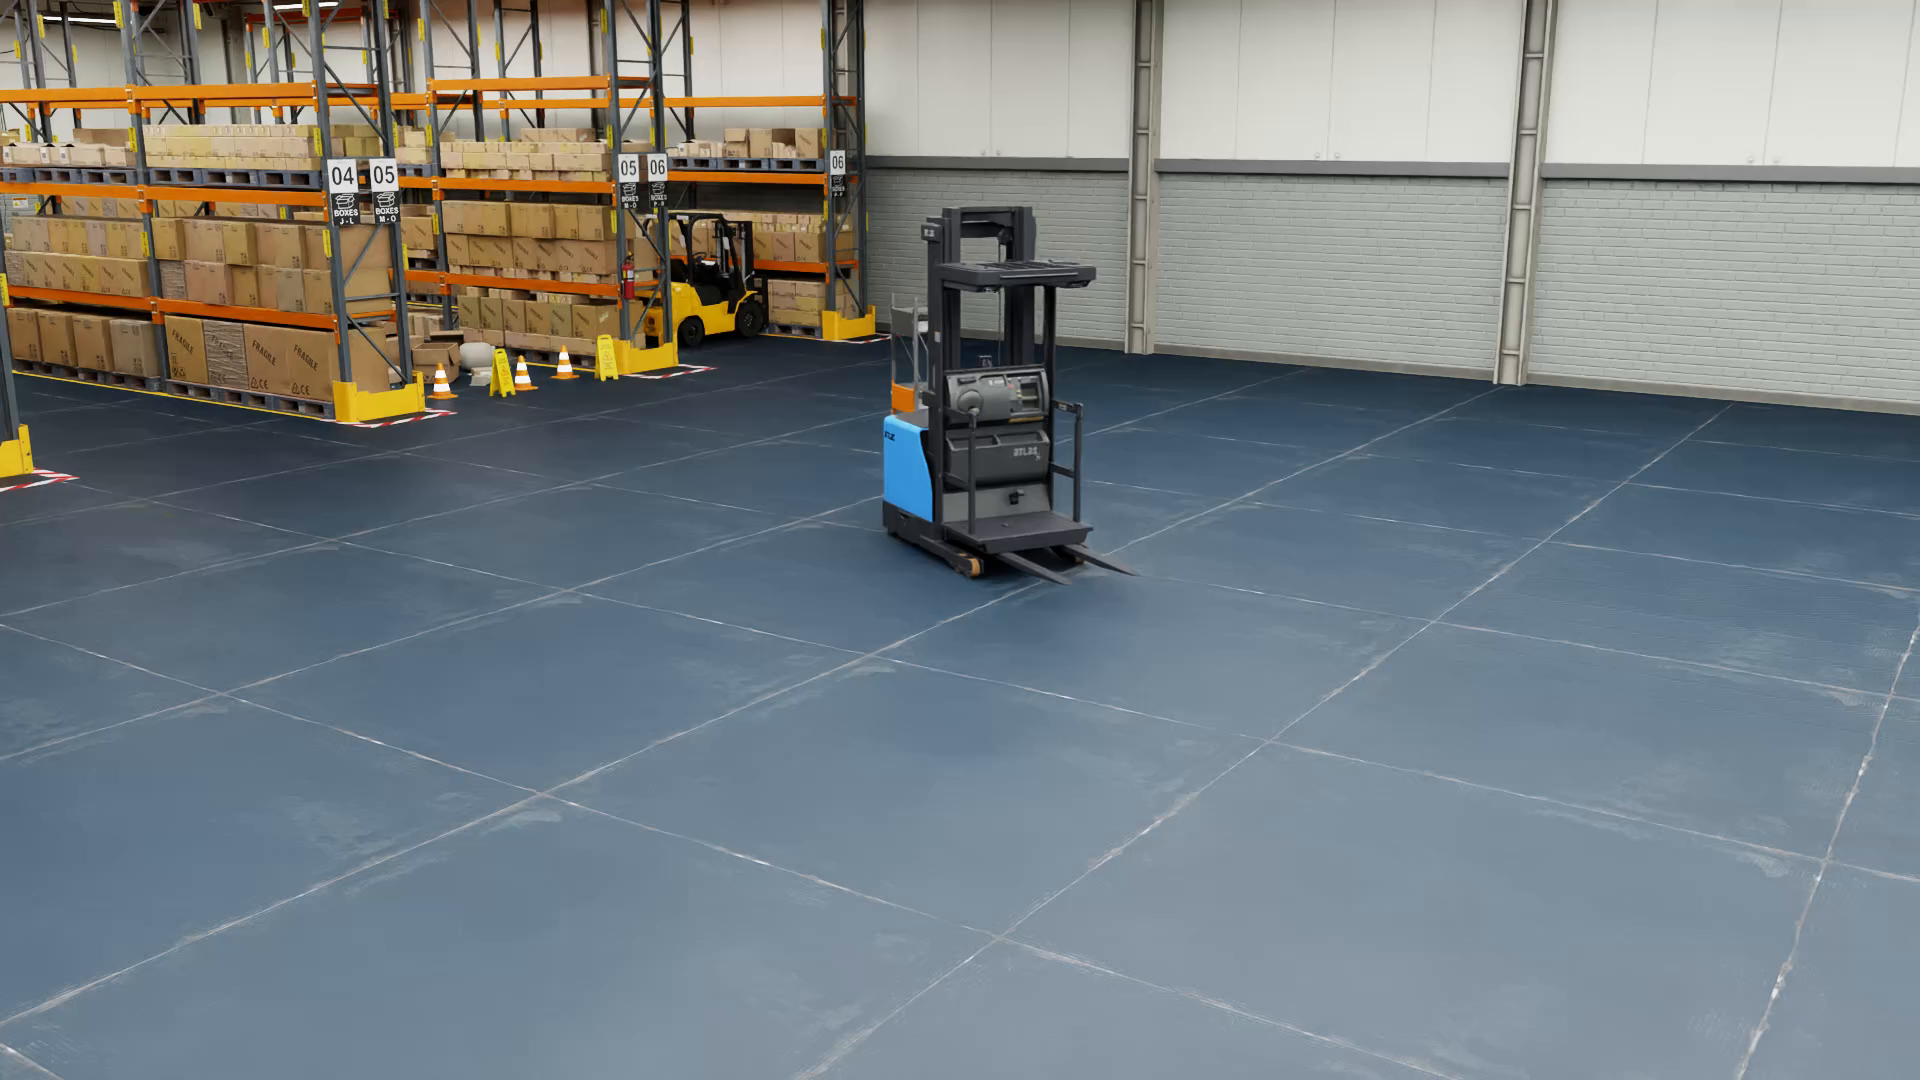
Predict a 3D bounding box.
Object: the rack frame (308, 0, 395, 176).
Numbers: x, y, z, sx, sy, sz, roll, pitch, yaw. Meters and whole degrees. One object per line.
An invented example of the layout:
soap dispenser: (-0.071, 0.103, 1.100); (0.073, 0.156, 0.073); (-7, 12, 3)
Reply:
rack frame: (-7.418, -5.966, 20.197); (0.127, 3.000, 1.000); (9, 17, 33)

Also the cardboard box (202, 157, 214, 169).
cardboard box: (-9.567, -4.890, 21.533); (0.250, 0.149, 0.380); (9, 17, 33)

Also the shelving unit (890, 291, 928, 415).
shelving unit: (-0.343, -1.214, 15.356); (0.431, 2.100, 0.503); (-7, 16, -26)

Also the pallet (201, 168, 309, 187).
pallet: (-9.056, -4.728, 21.622); (1.213, 0.211, 1.003); (9, 17, 33)

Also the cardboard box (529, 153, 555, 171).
cardboard box: (-6.164, -5.733, 25.193); (0.500, 0.250, 0.500); (10, 17, 34)

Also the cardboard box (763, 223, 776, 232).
cardboard box: (-3.273, -5.536, 29.387); (0.250, 0.149, 0.380); (9, 16, 31)

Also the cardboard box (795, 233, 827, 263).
cardboard box: (-2.527, -5.107, 29.003); (0.500, 0.500, 0.500); (9, 16, 32)

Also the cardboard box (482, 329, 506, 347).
cardboard box: (-7.270, -3.258, 26.590); (0.500, 0.250, 0.500); (10, 17, 36)

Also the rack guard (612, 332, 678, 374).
rack guard: (-4.802, -2.851, 25.302); (0.348, 0.500, 1.175); (9, 17, 33)

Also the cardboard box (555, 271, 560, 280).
cardboard box: (-6.006, -4.082, 25.592); (0.250, 0.149, 0.380); (9, 17, 34)

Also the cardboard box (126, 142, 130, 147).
cardboard box: (-15.405, -7.329, 31.143); (0.258, 0.266, 0.396); (10, 17, 35)

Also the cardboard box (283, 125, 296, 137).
cardboard box: (-8.093, -5.039, 20.475); (0.250, 0.149, 0.380); (9, 17, 33)

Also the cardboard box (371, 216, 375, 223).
cardboard box: (-9.407, -5.141, 27.646); (0.500, 0.500, 0.500); (10, 17, 35)

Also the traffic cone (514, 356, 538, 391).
traffic cone: (-6.153, -2.357, 23.381); (0.334, 0.463, 0.336); (9, 17, 33)

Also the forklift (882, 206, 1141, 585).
forklift: (0.415, -1.232, 13.699); (1.130, 2.935, 3.031); (-7, 16, -26)

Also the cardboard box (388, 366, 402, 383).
cardboard box: (-8.283, -2.400, 23.966); (0.258, 0.266, 0.396); (13, 19, 42)

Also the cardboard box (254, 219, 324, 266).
cardboard box: (-8.601, -3.866, 21.639); (0.550, 0.550, 0.875); (9, 17, 33)

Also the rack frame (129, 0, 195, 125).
rack frame: (-14.696, -8.576, 30.740); (0.127, 3.000, 1.000); (9, 17, 33)

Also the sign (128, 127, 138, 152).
sign: (-11.032, -5.341, 22.183); (0.005, 0.325, 0.100); (9, 17, 33)

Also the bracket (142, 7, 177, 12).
bracket: (-19.843, -12.751, 40.114); (5.218, 0.066, 0.076); (9, 17, 33)

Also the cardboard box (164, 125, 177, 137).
cardboard box: (-10.202, -5.380, 21.851); (0.250, 0.149, 0.380); (9, 17, 32)

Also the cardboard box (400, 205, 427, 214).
cardboard box: (-9.210, -5.561, 27.996); (0.250, 0.149, 0.380); (10, 17, 36)

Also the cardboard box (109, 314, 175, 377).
cardboard box: (-11.302, -2.768, 23.569); (0.750, 0.750, 1.050); (9, 17, 33)

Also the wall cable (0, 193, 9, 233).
wall cable: (-21.925, -7.729, 37.691); (0.122, 1.984, 0.588); (9, 17, 33)

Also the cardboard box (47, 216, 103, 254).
cardboard box: (-12.842, -4.463, 24.320); (0.500, 0.500, 0.700); (9, 16, 32)

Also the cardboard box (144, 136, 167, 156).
cardboard box: (-10.488, -5.249, 22.154); (0.500, 0.250, 0.500); (9, 17, 33)

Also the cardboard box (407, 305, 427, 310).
cardboard box: (-9.671, -3.778, 28.437); (0.625, 0.372, 0.950); (10, 17, 35)

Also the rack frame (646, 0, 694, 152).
rack frame: (-5.291, -8.493, 30.406); (0.127, 3.000, 1.000); (9, 17, 33)

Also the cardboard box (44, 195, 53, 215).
cardboard box: (-17.776, -6.613, 33.006); (0.500, 0.500, 0.500); (9, 16, 32)

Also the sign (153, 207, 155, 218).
sign: (-15.005, -6.012, 30.900); (0.005, 0.325, 0.100); (9, 17, 33)

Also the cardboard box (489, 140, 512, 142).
cardboard box: (-9.061, -7.826, 32.816); (0.250, 0.149, 0.380); (10, 17, 35)

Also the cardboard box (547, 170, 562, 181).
cardboard box: (-6.024, -5.521, 25.165); (0.250, 0.149, 0.380); (9, 17, 32)

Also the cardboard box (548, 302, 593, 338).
cardboard box: (-5.984, -3.413, 25.654); (0.500, 0.500, 0.500); (10, 17, 35)

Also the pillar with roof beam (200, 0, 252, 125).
pillar with roof beam: (-19.385, -9.786, 35.626); (0.548, 9.000, 9.100); (9, 17, 33)

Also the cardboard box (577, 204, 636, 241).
cardboard box: (-5.285, -4.758, 24.893); (0.500, 0.500, 0.700); (9, 16, 31)

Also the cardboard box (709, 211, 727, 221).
cardboard box: (-4.321, -5.853, 30.049); (0.250, 0.149, 0.380); (9, 16, 32)

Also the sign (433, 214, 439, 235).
sign: (-8.365, -5.042, 26.539); (0.005, 0.325, 0.100); (9, 17, 33)

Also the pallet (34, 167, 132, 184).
pallet: (-12.563, -5.266, 24.005); (1.213, 0.211, 1.003); (10, 17, 35)

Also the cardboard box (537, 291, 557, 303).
cardboard box: (-6.316, -3.764, 25.724); (0.250, 0.149, 0.380); (10, 17, 35)

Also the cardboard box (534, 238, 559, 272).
cardboard box: (-6.169, -4.401, 25.533); (0.500, 0.500, 0.500); (9, 17, 33)

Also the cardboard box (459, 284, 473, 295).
cardboard box: (-9.926, -5.261, 34.161); (0.500, 0.500, 0.500); (10, 17, 35)

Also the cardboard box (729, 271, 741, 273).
cardboard box: (-4.346, -4.843, 30.914); (0.500, 0.250, 0.500); (9, 16, 32)

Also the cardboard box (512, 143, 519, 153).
cardboard box: (-6.643, -6.013, 25.492); (0.250, 0.149, 0.380); (10, 17, 34)

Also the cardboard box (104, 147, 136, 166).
cardboard box: (-11.412, -5.289, 22.934); (0.500, 0.250, 0.500); (9, 17, 33)

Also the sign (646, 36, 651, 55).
sign: (-5.584, -8.875, 29.841); (0.005, 0.325, 0.100); (9, 17, 33)

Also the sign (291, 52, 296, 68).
sign: (-14.922, -10.741, 37.212); (0.005, 0.325, 0.100); (9, 17, 33)

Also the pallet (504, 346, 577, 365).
pallet: (-6.465, -2.991, 26.466); (1.213, 0.211, 1.003); (9, 17, 33)

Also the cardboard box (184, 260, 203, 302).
cardboard box: (-9.955, -3.547, 22.597); (0.550, 0.550, 0.875); (9, 17, 33)

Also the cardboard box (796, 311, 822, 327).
cardboard box: (-2.538, -3.914, 29.240); (0.500, 0.250, 0.500); (9, 17, 33)

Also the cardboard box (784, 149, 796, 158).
cardboard box: (-2.829, -6.682, 28.772); (0.250, 0.149, 0.380); (9, 16, 31)

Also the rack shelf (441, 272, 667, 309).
rack shelf: (-6.399, -3.974, 26.130); (4.000, 0.370, 1.077); (9, 17, 33)

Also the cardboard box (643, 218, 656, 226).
cardboard box: (-5.698, -5.946, 31.043); (0.250, 0.149, 0.380); (10, 17, 35)
